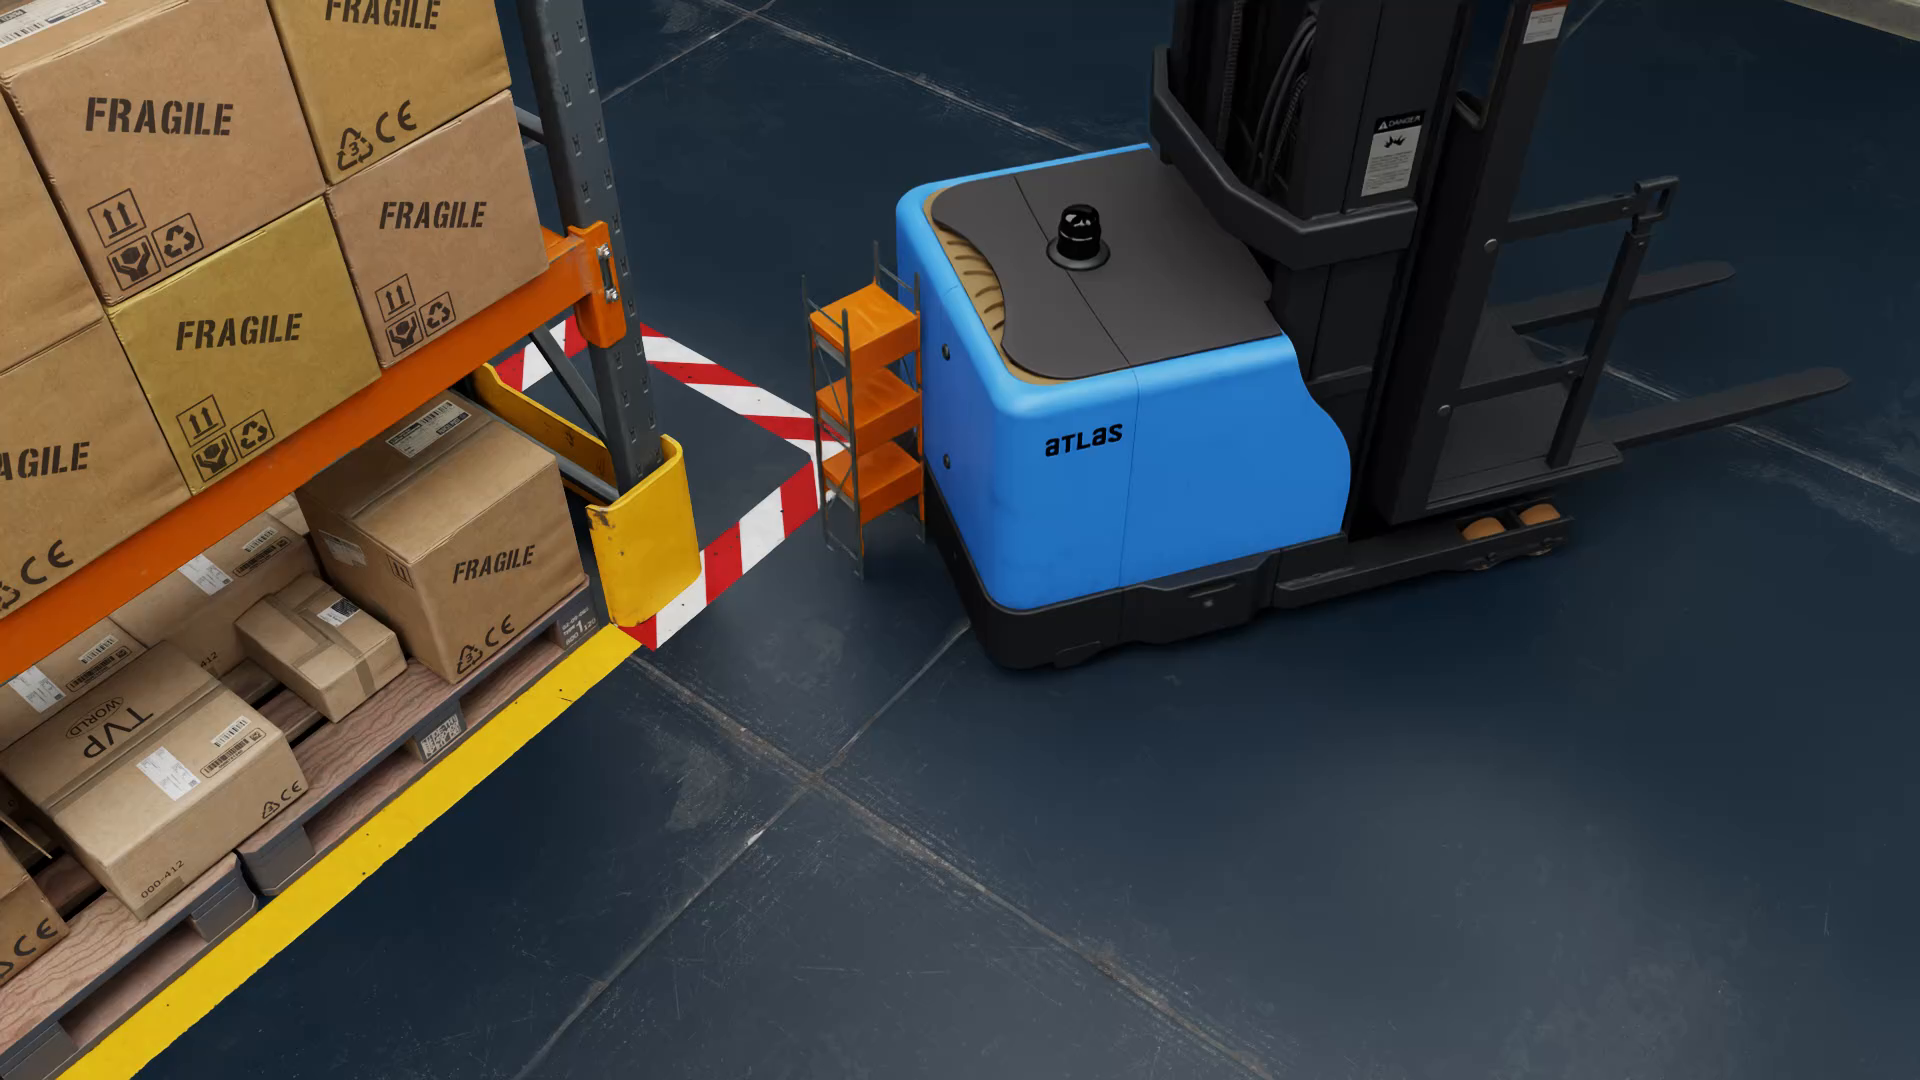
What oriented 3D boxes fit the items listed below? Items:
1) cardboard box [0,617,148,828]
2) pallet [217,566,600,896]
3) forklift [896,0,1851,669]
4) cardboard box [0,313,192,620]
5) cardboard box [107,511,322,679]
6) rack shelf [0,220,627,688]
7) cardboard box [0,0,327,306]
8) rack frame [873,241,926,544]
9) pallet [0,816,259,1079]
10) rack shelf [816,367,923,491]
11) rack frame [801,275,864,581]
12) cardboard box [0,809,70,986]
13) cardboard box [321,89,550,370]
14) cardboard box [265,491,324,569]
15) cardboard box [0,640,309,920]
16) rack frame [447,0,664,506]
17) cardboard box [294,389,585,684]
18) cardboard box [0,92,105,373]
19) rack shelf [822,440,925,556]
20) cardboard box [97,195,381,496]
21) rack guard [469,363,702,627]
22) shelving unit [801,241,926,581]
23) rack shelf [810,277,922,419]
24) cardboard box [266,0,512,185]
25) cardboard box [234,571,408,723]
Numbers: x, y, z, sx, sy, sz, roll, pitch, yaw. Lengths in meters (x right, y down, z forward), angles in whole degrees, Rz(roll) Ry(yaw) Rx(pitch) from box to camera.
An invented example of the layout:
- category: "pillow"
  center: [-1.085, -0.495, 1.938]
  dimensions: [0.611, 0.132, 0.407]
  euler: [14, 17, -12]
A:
- category: "cardboard box"
  center: [-2.465, 0.401, 4.389]
  dimensions: [0.500, 0.250, 0.500]
  euler: [29, 53, 25]
- category: "pallet"
  center: [-1.830, 0.309, 4.809]
  dimensions: [1.003, 0.211, 1.213]
  euler: [29, 53, 25]
- category: "forklift"
  center: [1.378, -1.271, 4.437]
  dimensions: [3.031, 2.935, 1.130]
  euler: [-13, 48, -12]
- category: "cardboard box"
  center: [-1.979, -0.231, 3.327]
  dimensions: [0.500, 0.500, 0.500]
  euler: [30, 53, 25]
- category: "cardboard box"
  center: [-2.159, 0.115, 4.663]
  dimensions: [0.500, 0.250, 0.500]
  euler: [29, 53, 25]
- category: "rack shelf"
  center: [-2.519, 0.239, 3.445]
  dimensions: [1.077, 0.370, 4.000]
  euler: [29, 53, 25]
- category: "cardboard box"
  center: [-1.659, -0.869, 3.245]
  dimensions: [0.500, 0.500, 0.500]
  euler: [31, 54, 26]
- category: "rack frame"
  center: [-0.174, -0.406, 4.912]
  dimensions: [0.008, 1.050, 0.200]
  euler: [-31, 54, -26]
- category: "pallet"
  center: [-2.576, 1.004, 4.145]
  dimensions: [1.003, 0.211, 1.213]
  euler: [29, 53, 25]
- category: "rack shelf"
  center: [-0.268, -0.343, 4.866]
  dimensions: [0.240, 0.259, 0.215]
  euler: [-31, 54, -26]
- category: "rack frame"
  center: [-0.362, -0.294, 4.805]
  dimensions: [0.008, 1.050, 0.200]
  euler: [-31, 54, -26]
- category: "cardboard box"
  center: [-2.597, 0.768, 3.865]
  dimensions: [0.797, 0.503, 0.637]
  euler: [29, 53, 25]
- category: "cardboard box"
  center: [-1.355, -0.812, 3.882]
  dimensions: [0.500, 0.500, 0.500]
  euler: [31, 54, 26]
- category: "cardboard box"
  center: [-1.977, -0.097, 4.923]
  dimensions: [0.380, 0.166, 0.250]
  euler: [29, 53, 25]
- category: "cardboard box"
  center: [-2.038, 0.594, 4.206]
  dimensions: [0.500, 0.250, 0.500]
  euler: [29, 53, 25]
- category: "rack frame"
  center: [-1.296, -1.154, 4.278]
  dimensions: [1.000, 3.000, 0.127]
  euler: [29, 53, 25]
- category: "cardboard box"
  center: [-1.434, -0.023, 4.622]
  dimensions: [0.500, 0.500, 0.500]
  euler: [29, 53, 25]
- category: "cardboard box"
  center: [-1.972, -0.570, 2.959]
  dimensions: [0.500, 0.500, 0.500]
  euler: [31, 54, 26]
- category: "rack shelf"
  center: [-0.268, -0.151, 5.067]
  dimensions: [0.240, 0.259, 0.215]
  euler: [-31, 54, -26]
- category: "cardboard box"
  center: [-1.669, -0.514, 3.597]
  dimensions: [0.500, 0.500, 0.500]
  euler: [30, 53, 25]
- category: "rack guard"
  center: [-1.343, -0.247, 5.141]
  dimensions: [1.175, 0.500, 0.348]
  euler: [29, 53, 25]
- category: "shelving unit"
  center: [-0.268, -0.350, 4.859]
  dimensions: [0.252, 1.050, 0.215]
  euler: [-31, 54, -26]
- category: "rack shelf"
  center: [-0.268, -0.539, 4.661]
  dimensions: [0.240, 0.259, 0.215]
  euler: [-31, 54, -26]
- category: "cardboard box"
  center: [-1.351, -1.158, 3.521]
  dimensions: [0.500, 0.500, 0.500]
  euler: [29, 53, 25]
- category: "cardboard box"
  center: [-1.753, 0.284, 4.559]
  dimensions: [0.380, 0.166, 0.250]
  euler: [29, 53, 25]
